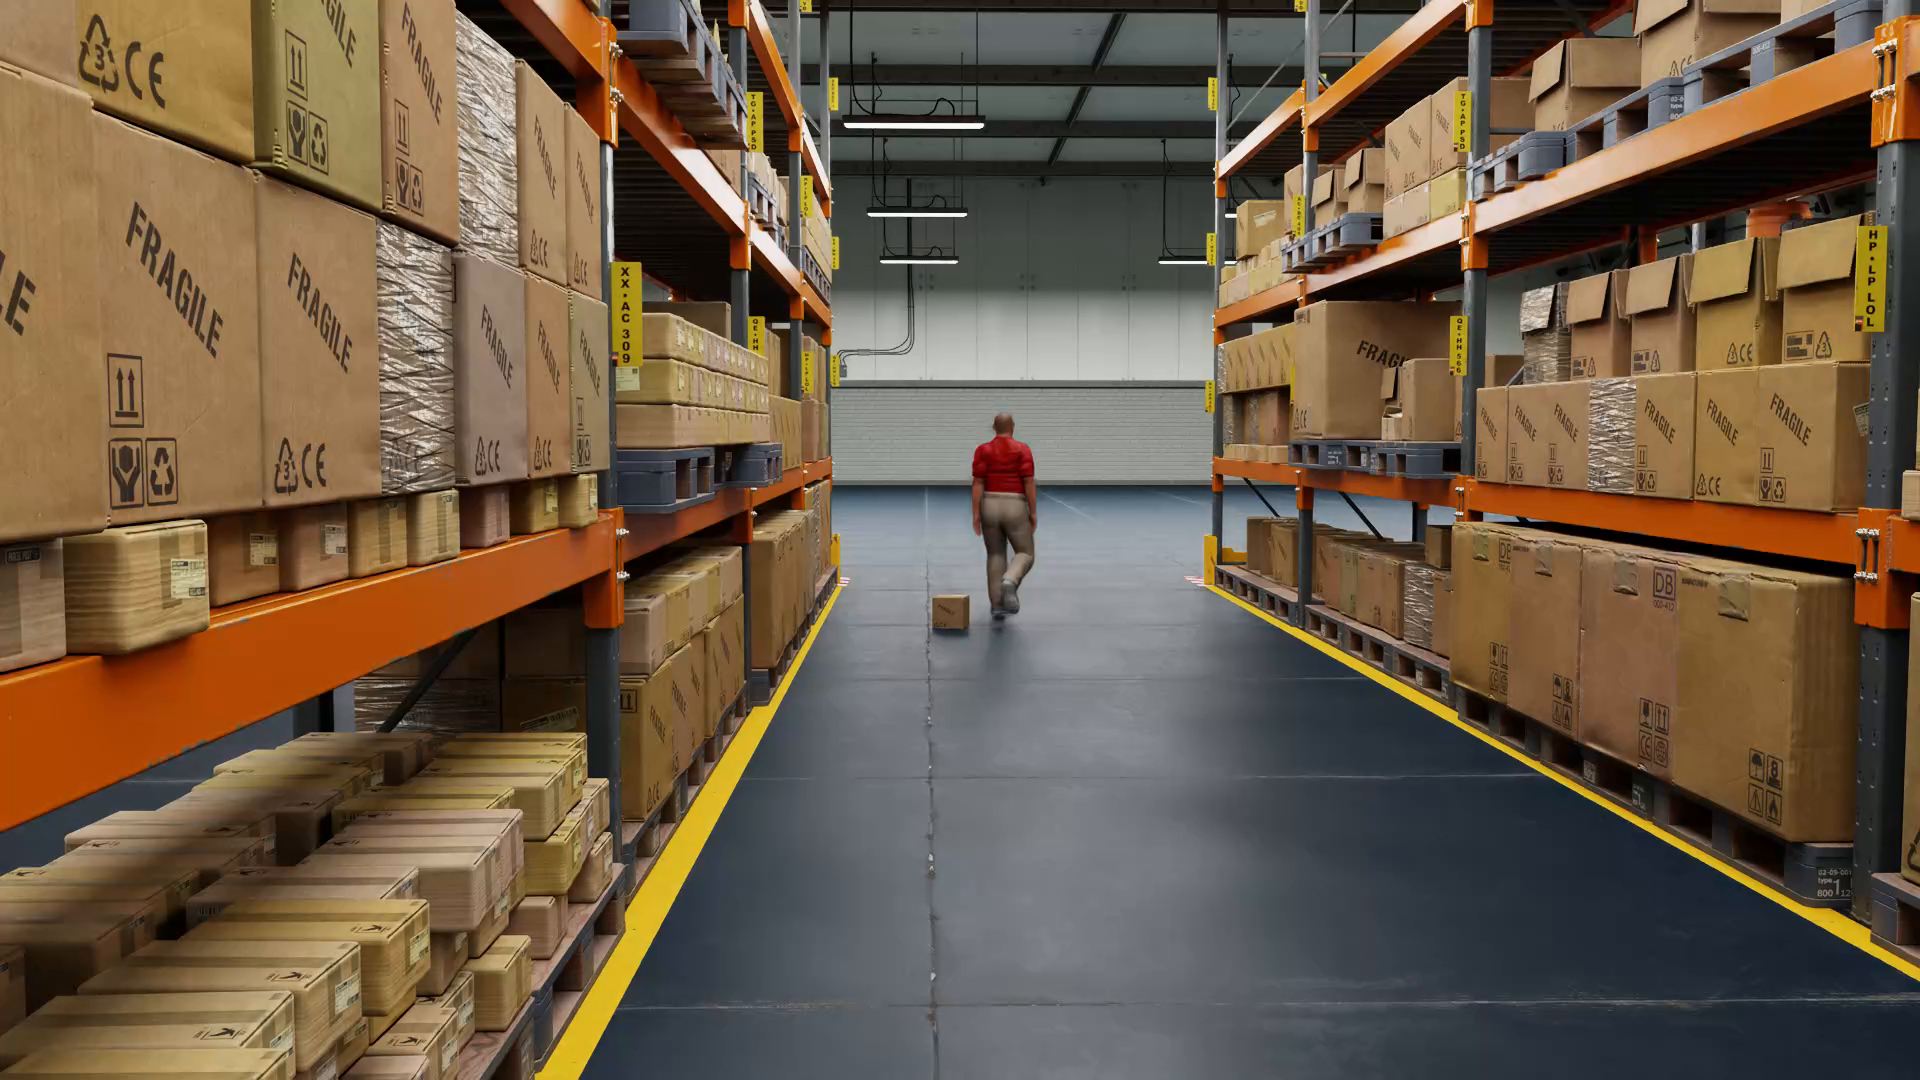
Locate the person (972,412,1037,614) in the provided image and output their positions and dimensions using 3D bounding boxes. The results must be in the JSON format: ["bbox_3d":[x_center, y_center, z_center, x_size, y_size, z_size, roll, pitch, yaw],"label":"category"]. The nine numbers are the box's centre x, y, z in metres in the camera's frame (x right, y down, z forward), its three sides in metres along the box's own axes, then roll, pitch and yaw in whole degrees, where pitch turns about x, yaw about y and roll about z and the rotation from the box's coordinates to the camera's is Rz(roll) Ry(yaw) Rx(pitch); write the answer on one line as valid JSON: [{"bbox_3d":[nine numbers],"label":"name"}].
[{"bbox_3d":[0.370,-0.217,13.904,0.547,1.709,0.661,1,4,17],"label":"person"}]
